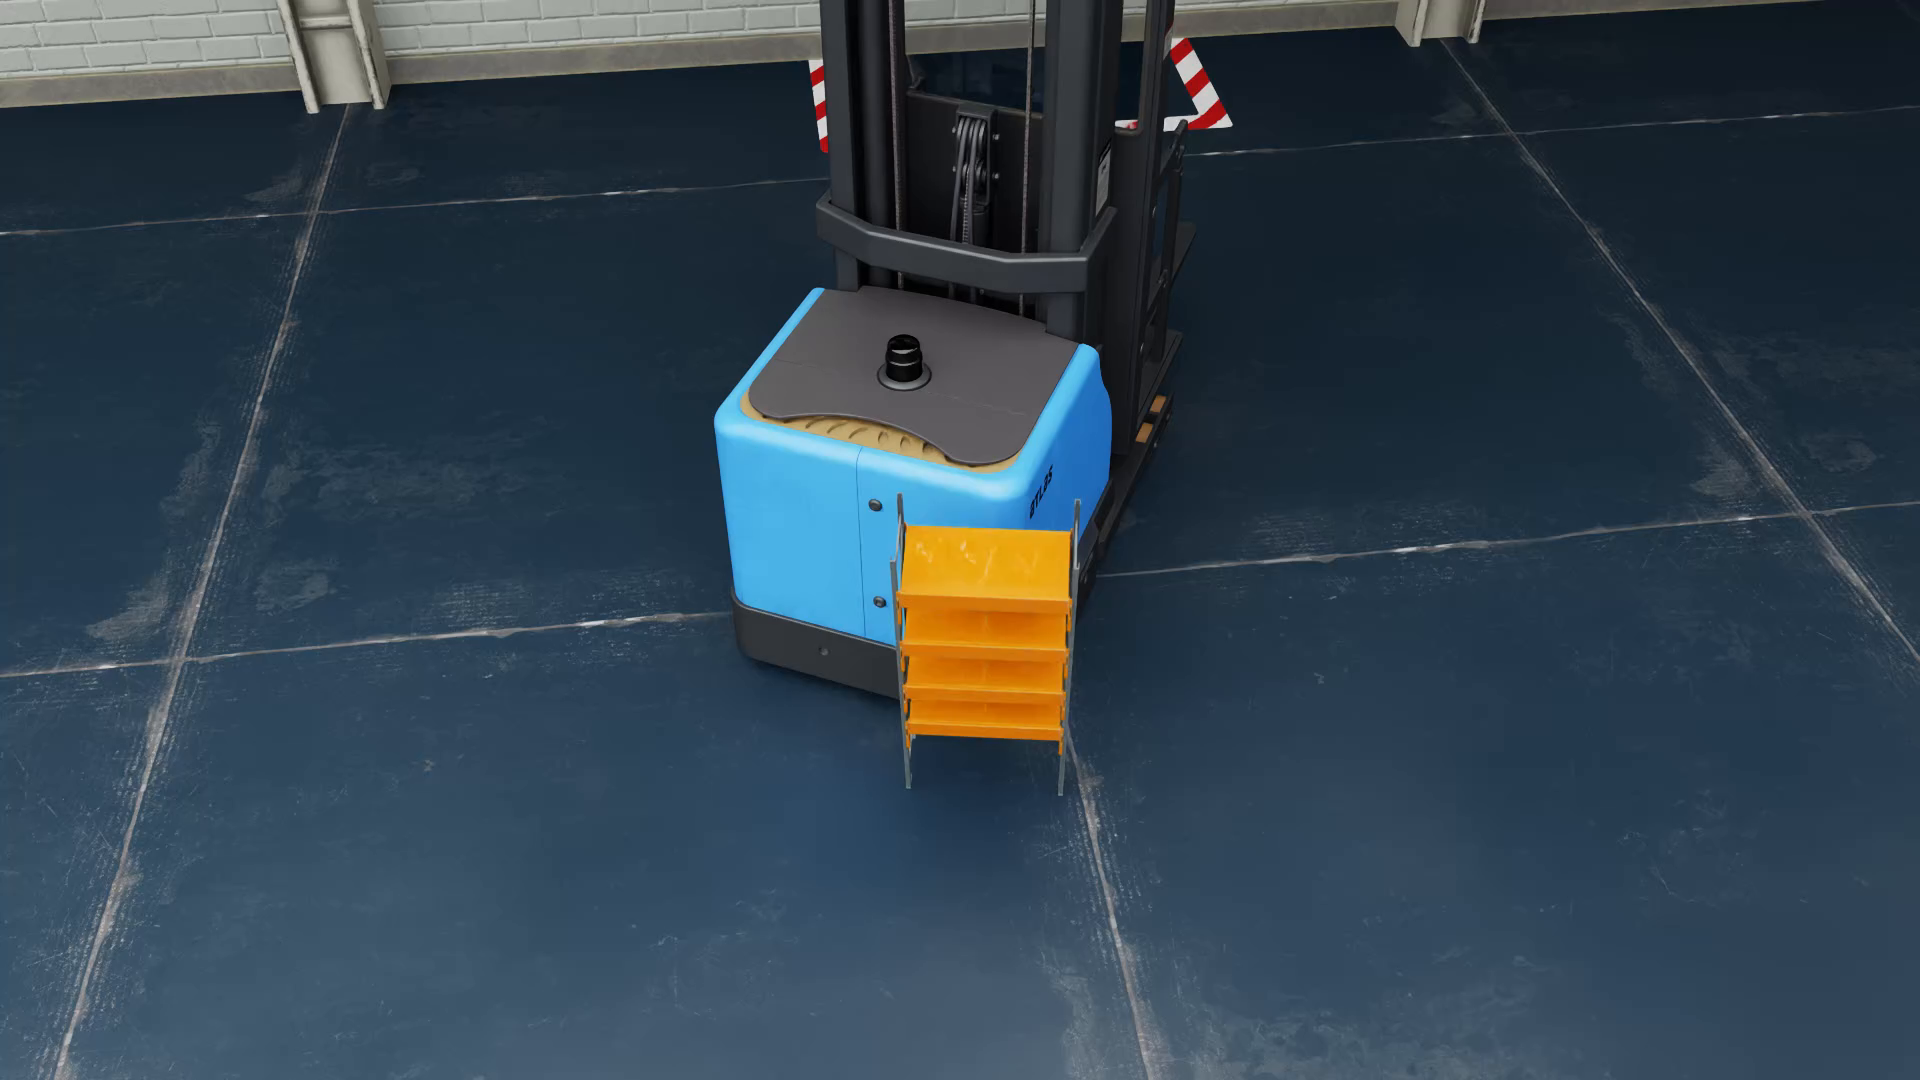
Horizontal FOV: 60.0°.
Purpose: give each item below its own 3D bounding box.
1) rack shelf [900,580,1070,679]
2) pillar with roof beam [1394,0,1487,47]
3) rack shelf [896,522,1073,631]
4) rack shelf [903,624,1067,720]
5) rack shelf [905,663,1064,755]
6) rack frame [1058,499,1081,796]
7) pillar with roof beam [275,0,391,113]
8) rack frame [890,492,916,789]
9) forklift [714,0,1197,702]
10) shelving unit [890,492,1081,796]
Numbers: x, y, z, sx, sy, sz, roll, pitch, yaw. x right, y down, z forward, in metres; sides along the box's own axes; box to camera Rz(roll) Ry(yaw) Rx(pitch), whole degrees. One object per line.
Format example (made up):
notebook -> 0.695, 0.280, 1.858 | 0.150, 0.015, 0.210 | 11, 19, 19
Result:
rack shelf -> 0.076, 0.248, 4.826 | 0.480, 0.148, 0.258 | 2, 52, 3
pillar with roof beam -> 3.257, -3.365, 3.262 | 0.400, 9.000, 9.100 | -5, 42, -6
rack shelf -> 0.074, 0.101, 4.640 | 0.480, 0.148, 0.258 | 2, 52, 3
rack shelf -> 0.079, 0.387, 5.001 | 0.480, 0.148, 0.258 | 2, 52, 3
rack shelf -> 0.081, 0.510, 5.157 | 0.480, 0.148, 0.258 | 2, 52, 3
rack frame -> 0.322, 0.355, 4.937 | 0.015, 1.200, 0.240 | 2, 52, 3
pillar with roof beam -> -2.693, -2.844, 2.684 | 0.400, 9.000, 9.100 | -5, 42, -6
rack frame -> -0.165, 0.335, 4.960 | 0.015, 1.200, 0.240 | 2, 52, 3
forklift -> 0.219, -1.479, 5.702 | 1.130, 2.935, 3.031 | 14, 44, 15
shelving unit -> 0.078, 0.345, 4.949 | 0.503, 1.200, 0.258 | 2, 52, 3
